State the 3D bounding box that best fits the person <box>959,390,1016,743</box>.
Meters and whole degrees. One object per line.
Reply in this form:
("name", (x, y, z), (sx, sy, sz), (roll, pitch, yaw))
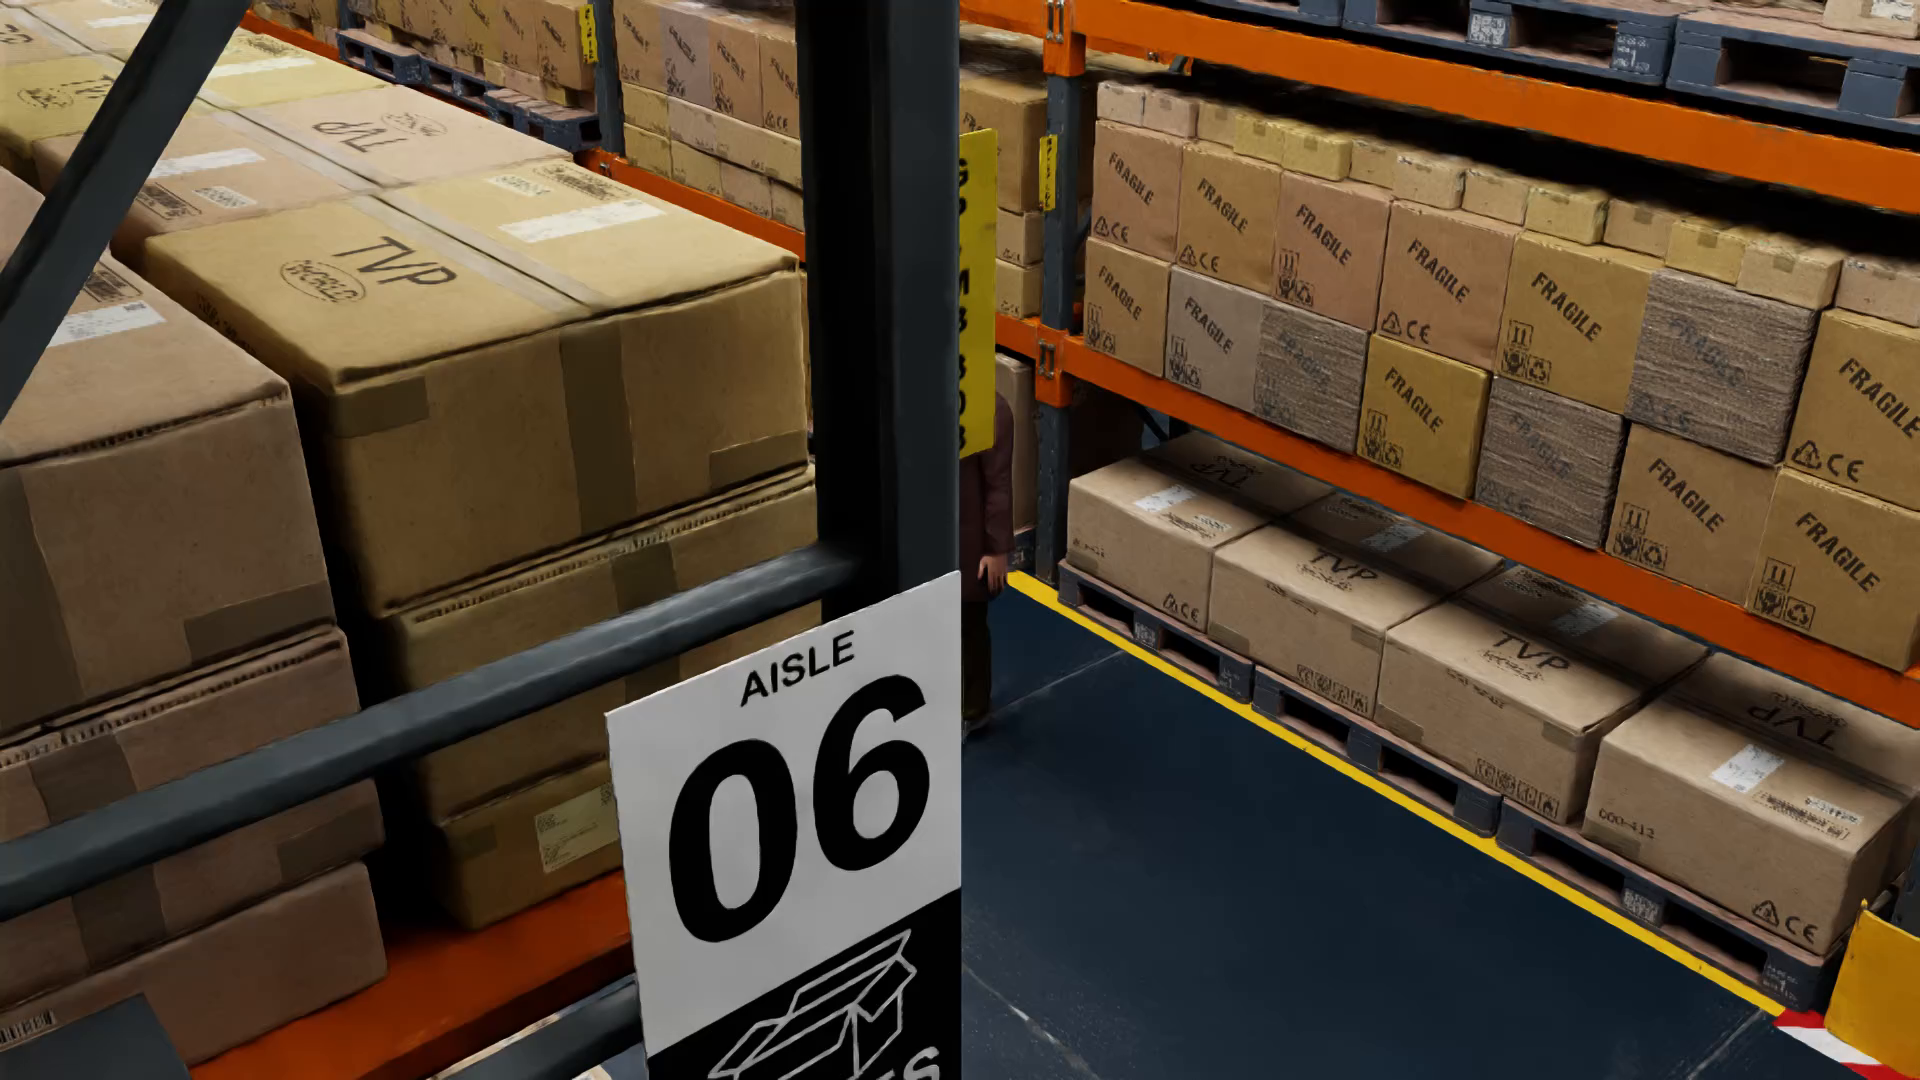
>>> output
("person", (-0.046, -0.038, 6.656), (0.443, 1.784, 0.705), (-16, 32, -28))
